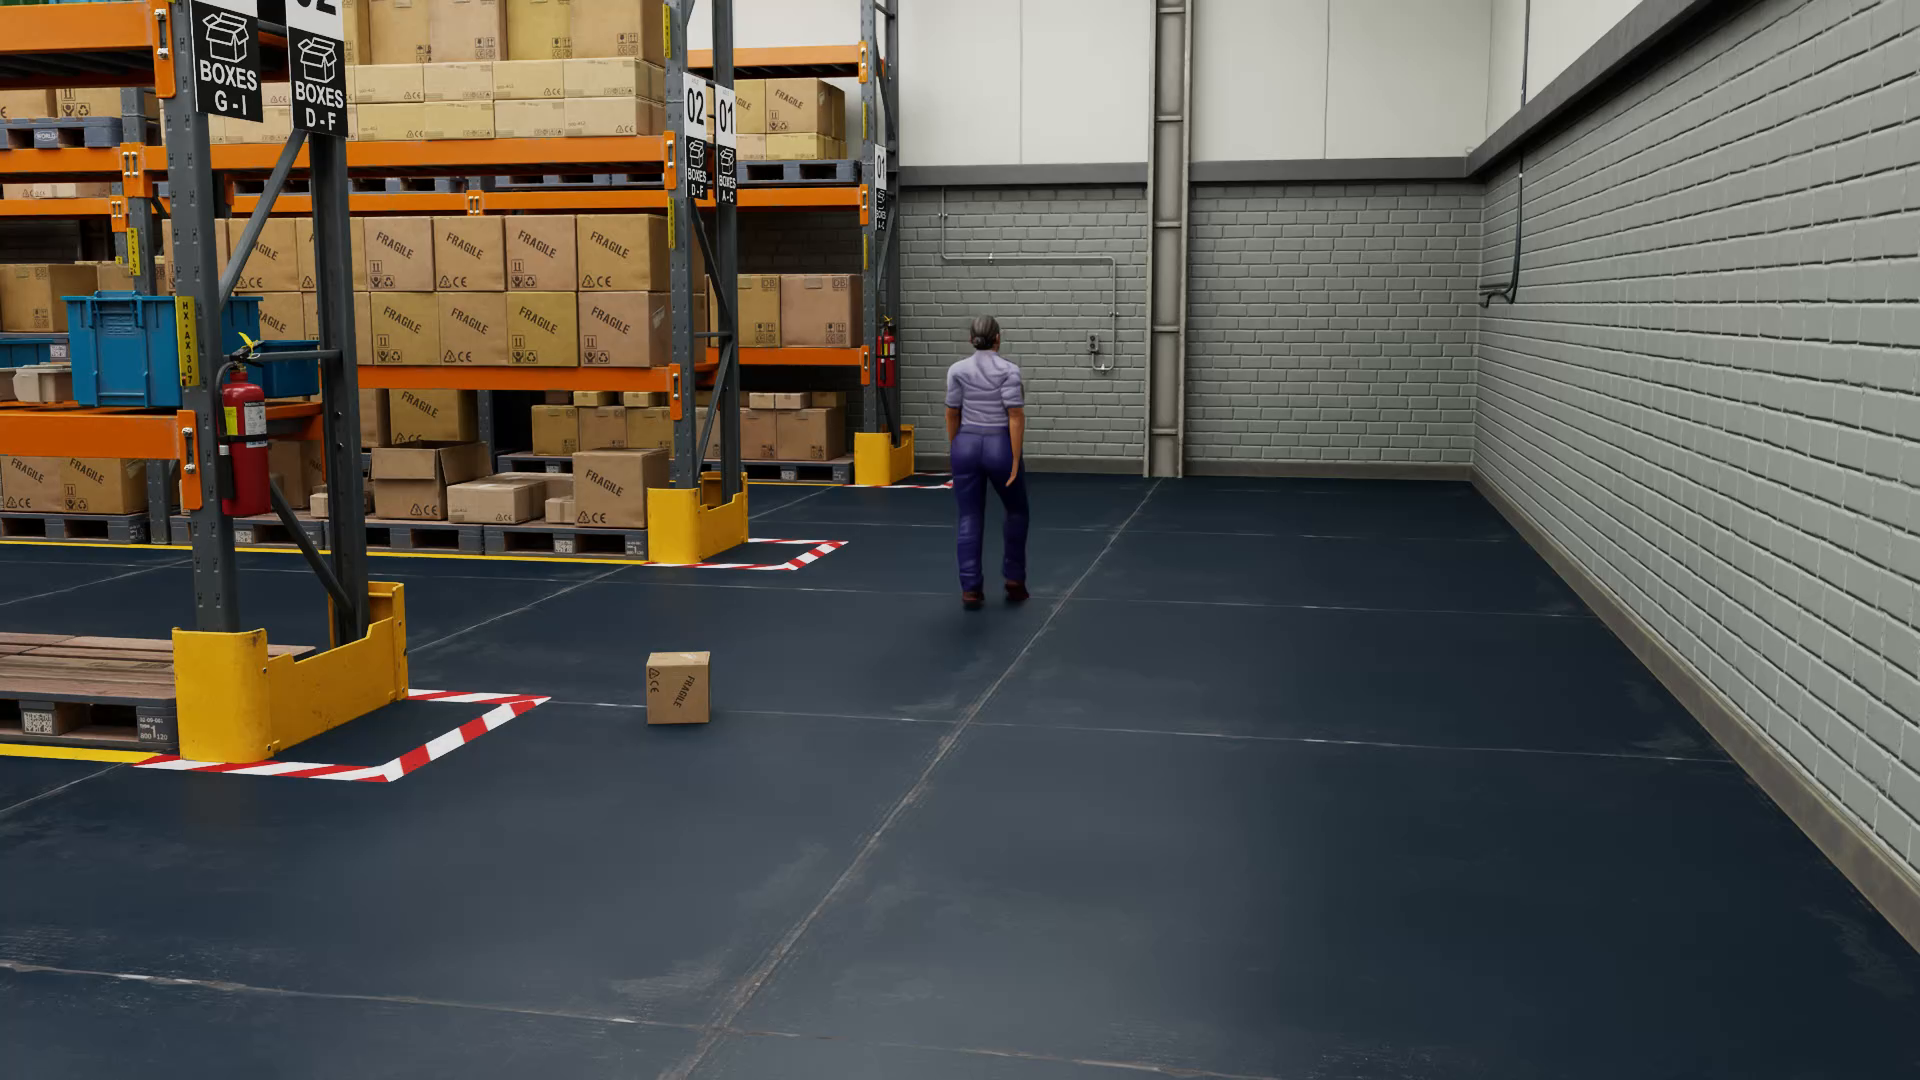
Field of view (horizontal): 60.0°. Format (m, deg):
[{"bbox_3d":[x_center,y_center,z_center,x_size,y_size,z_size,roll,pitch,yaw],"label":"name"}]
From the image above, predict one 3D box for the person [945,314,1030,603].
[{"bbox_3d":[0.159,-0.439,9.564,0.484,1.704,0.591,2,8,12],"label":"person"}]
